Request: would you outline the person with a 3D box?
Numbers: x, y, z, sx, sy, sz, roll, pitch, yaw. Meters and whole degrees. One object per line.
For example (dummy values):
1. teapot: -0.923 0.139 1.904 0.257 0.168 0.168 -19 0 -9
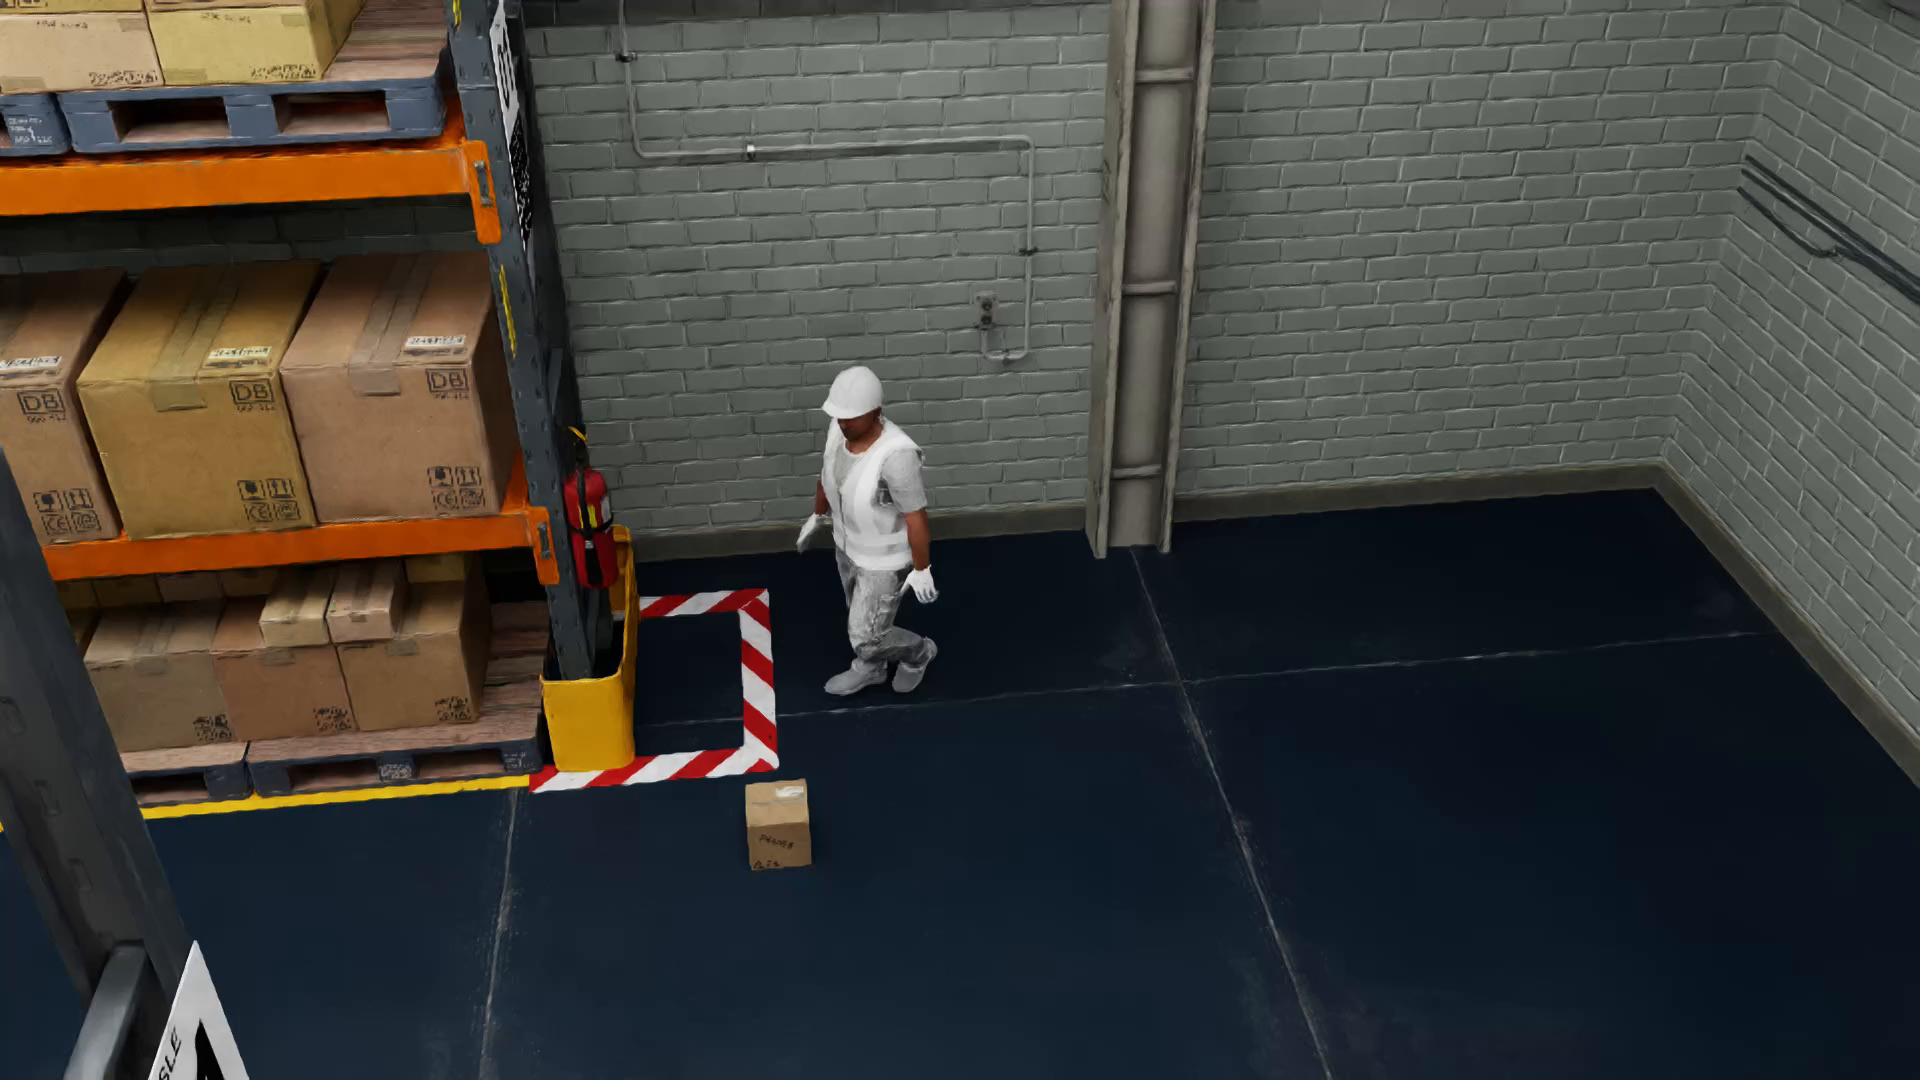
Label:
1. person: -0.348 0.013 7.085 0.511 1.771 0.712 -23 41 -30
